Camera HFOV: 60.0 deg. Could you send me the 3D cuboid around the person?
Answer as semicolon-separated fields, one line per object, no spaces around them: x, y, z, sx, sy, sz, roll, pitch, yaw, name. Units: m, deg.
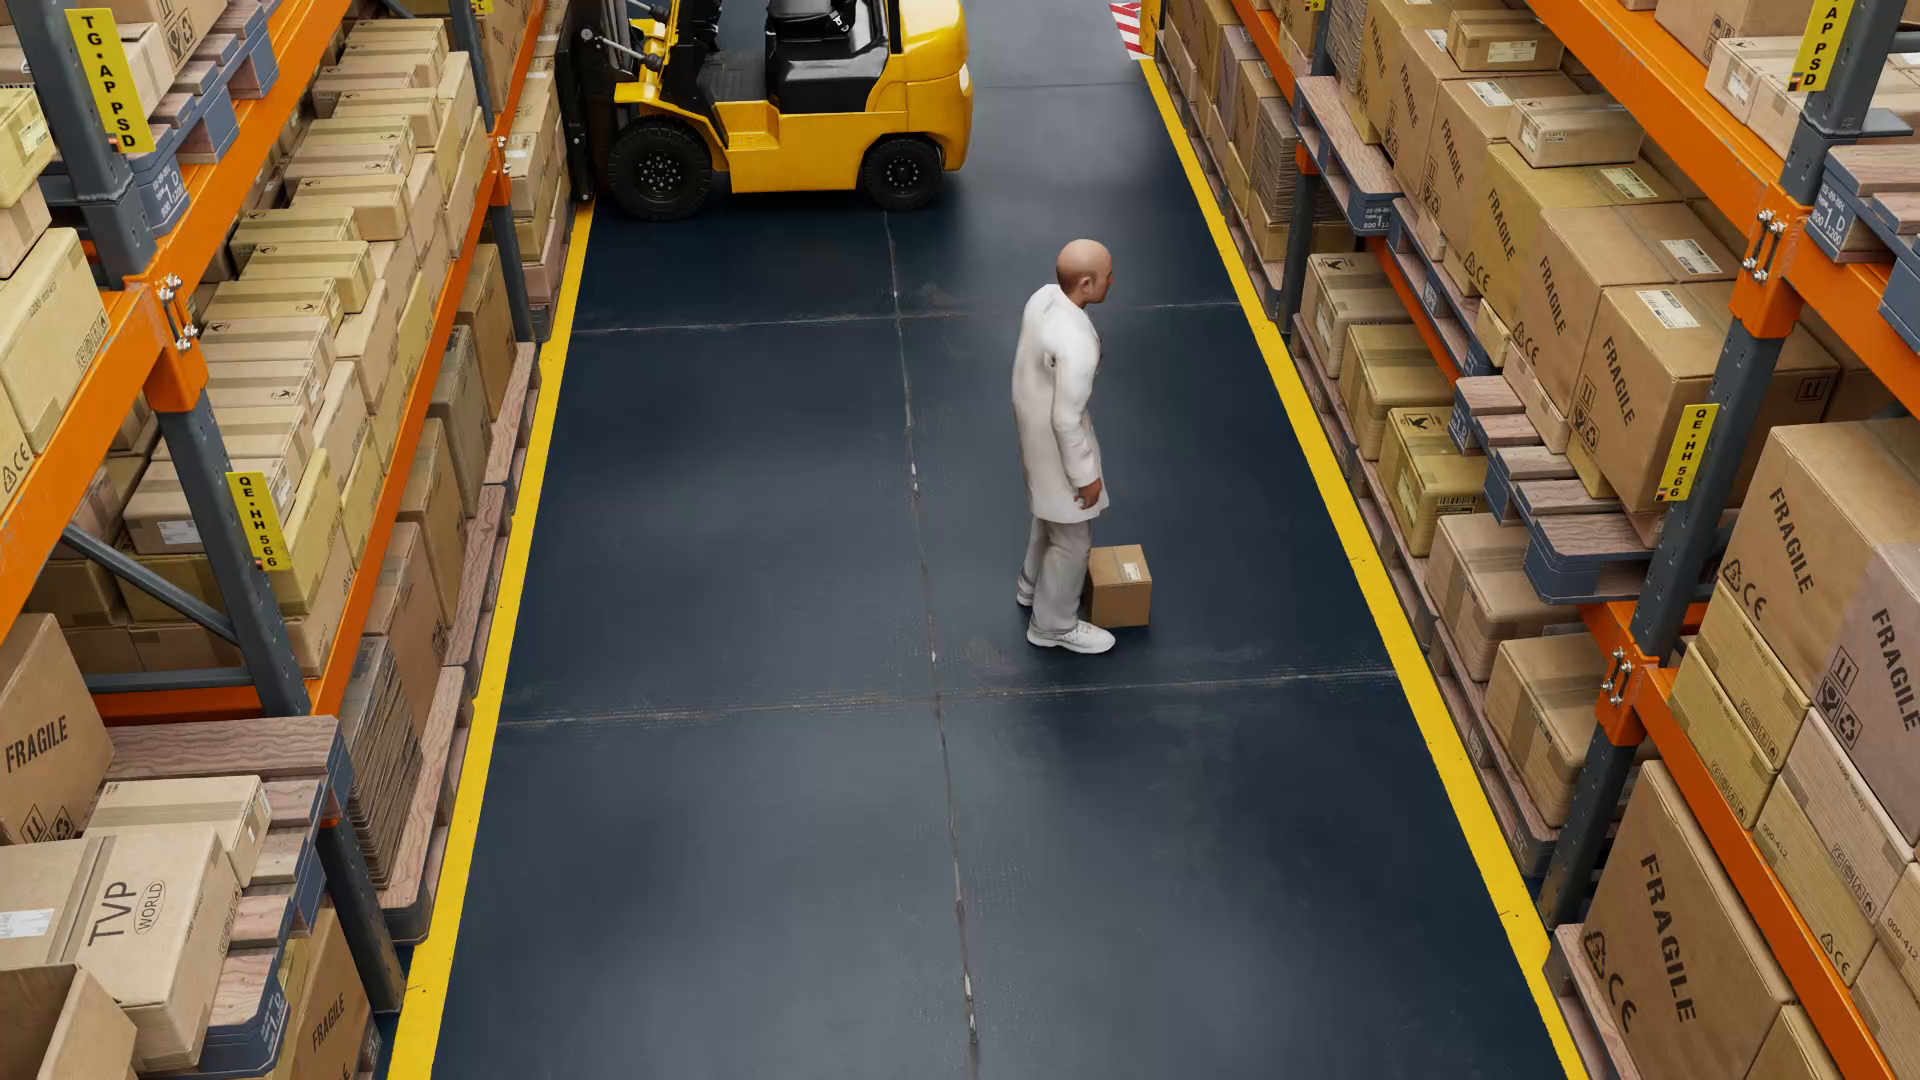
0.419;-0.388;6.652;0.420;1.775;0.654;-5;39;-6;person
